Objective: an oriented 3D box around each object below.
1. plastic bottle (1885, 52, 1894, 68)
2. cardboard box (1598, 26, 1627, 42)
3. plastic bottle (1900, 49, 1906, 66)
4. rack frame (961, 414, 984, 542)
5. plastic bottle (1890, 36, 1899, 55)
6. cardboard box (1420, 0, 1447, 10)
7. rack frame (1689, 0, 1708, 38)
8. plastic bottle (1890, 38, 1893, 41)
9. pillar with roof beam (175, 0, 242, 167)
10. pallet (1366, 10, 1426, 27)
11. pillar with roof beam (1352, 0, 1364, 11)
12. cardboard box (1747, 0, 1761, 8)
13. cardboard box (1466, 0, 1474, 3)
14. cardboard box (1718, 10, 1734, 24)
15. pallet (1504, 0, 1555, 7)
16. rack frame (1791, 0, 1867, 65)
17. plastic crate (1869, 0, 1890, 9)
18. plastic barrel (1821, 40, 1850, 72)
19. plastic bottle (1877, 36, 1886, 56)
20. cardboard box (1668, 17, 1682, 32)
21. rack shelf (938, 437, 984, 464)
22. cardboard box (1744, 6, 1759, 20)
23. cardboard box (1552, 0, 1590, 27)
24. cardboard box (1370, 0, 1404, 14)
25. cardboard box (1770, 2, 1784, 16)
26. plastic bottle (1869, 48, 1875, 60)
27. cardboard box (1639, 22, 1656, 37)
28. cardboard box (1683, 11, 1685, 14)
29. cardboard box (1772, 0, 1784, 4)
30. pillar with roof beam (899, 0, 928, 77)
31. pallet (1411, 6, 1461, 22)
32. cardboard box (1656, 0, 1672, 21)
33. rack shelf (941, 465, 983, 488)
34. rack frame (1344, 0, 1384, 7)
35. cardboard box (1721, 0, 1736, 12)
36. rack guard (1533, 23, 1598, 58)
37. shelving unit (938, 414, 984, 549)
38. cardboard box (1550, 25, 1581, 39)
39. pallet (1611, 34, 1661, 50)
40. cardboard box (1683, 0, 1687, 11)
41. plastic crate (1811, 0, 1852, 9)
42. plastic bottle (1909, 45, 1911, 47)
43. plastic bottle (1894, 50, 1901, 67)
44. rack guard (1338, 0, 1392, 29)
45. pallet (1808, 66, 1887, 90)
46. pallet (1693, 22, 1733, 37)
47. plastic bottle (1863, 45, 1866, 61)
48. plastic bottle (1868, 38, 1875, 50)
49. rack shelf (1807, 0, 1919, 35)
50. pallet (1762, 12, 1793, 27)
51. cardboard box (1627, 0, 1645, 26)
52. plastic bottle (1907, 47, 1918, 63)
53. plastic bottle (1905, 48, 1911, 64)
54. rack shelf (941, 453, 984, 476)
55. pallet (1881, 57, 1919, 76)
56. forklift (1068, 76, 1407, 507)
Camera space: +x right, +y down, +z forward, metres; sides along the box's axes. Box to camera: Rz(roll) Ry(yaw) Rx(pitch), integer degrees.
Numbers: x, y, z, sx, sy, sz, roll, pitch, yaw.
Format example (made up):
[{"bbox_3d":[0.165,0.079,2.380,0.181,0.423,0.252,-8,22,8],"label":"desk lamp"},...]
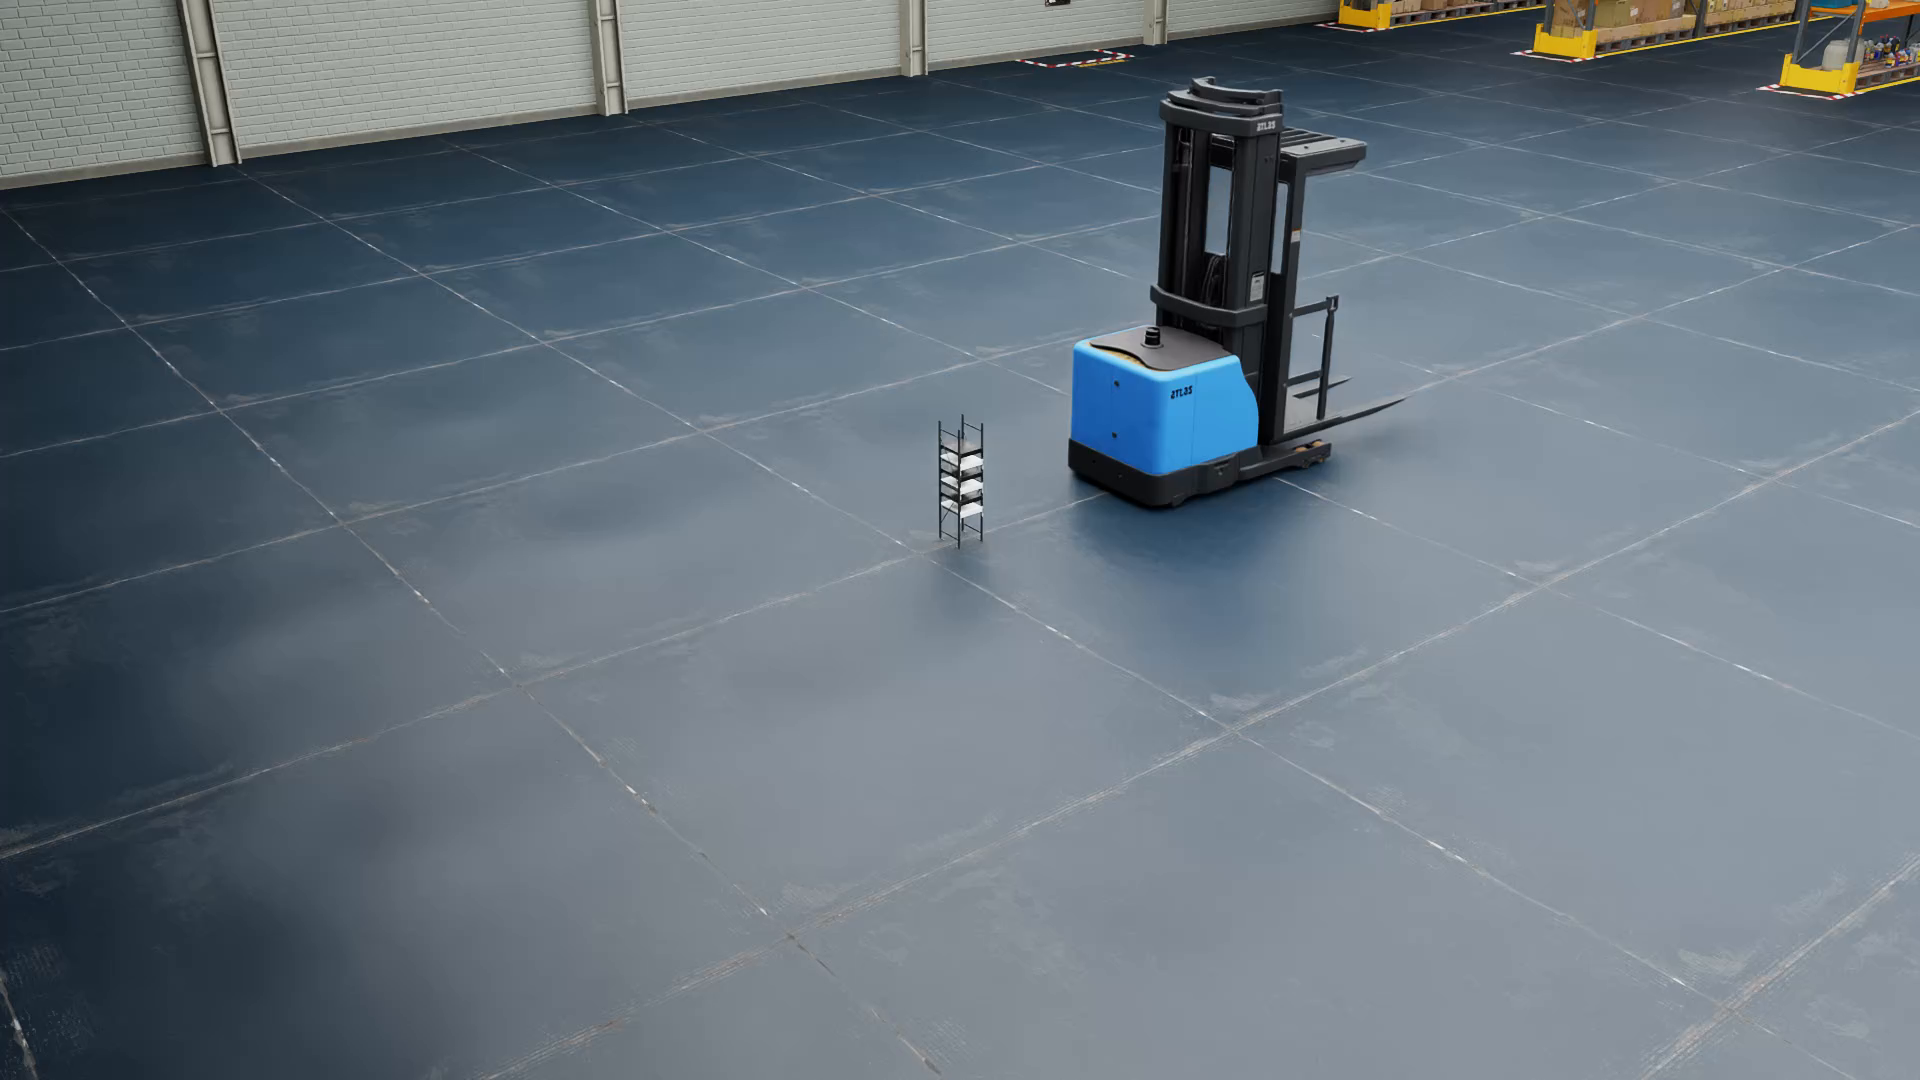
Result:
[{"bbox_3d":[16.332,-8.436,29.208,0.097,0.271,0.097,0,25,0],"label":"plastic bottle"},{"bbox_3d":[12.609,-9.888,32.386,0.500,0.250,0.500,-18,31,-34],"label":"cardboard box"},{"bbox_3d":[16.680,-8.551,29.456,0.097,0.271,0.097,0,25,0],"label":"plastic bottle"},{"bbox_3d":[0.086,-0.437,11.749,0.006,0.900,0.240,-18,31,-34],"label":"rack frame"},{"bbox_3d":[17.058,-9.023,30.380,0.185,0.351,0.144,-18,31,-34],"label":"plastic bottle"},{"bbox_3d":[10.256,-11.925,36.457,0.500,0.500,0.700,-21,32,-37],"label":"cardboard box"},{"bbox_3d":[14.807,-11.787,33.711,0.127,3.000,1.000,-18,31,-34],"label":"rack frame"},{"bbox_3d":[17.101,-9.078,30.588,0.135,0.276,0.152,-17,30,-32],"label":"plastic bottle"},{"bbox_3d":[-7.613,-7.917,18.246,0.400,9.000,9.100,-18,31,-34],"label":"pillar with roof beam"},{"bbox_3d":[9.320,-11.342,36.065,1.213,0.211,1.003,-18,31,-34],"label":"pallet"},{"bbox_3d":[11.273,-14.151,31.679,0.400,9.000,9.100,-18,31,-34],"label":"pillar with roof beam"},{"bbox_3d":[16.495,-11.409,34.998,0.500,0.311,0.500,-17,30,-33],"label":"cardboard box"},{"bbox_3d":[11.345,-12.192,37.428,0.380,0.166,0.250,22,33,39],"label":"cardboard box"},{"bbox_3d":[15.680,-10.885,34.535,0.500,0.250,0.500,-17,30,-33],"label":"cardboard box"},{"bbox_3d":[13.319,-12.683,38.955,1.213,0.211,1.003,-18,31,-34],"label":"pallet"},{"bbox_3d":[14.713,-9.106,27.934,0.127,3.000,1.000,-18,31,-34],"label":"rack frame"},{"bbox_3d":[15.615,-9.112,28.261,0.250,0.136,0.298,-18,31,-34],"label":"plastic crate"},{"bbox_3d":[15.183,-8.364,28.793,0.421,0.512,0.421,0,25,0],"label":"plastic barrel"},{"bbox_3d":[16.820,-9.022,30.377,0.185,0.351,0.144,-20,31,-36],"label":"plastic bottle"},{"bbox_3d":[14.177,-10.411,33.513,0.500,0.250,0.500,-18,31,-34],"label":"cardboard box"},{"bbox_3d":[0.006,-0.625,11.593,0.200,0.077,0.258,-18,31,-34],"label":"rack shelf"},{"bbox_3d":[16.487,-11.152,35.111,0.500,0.250,0.500,-18,30,-33],"label":"cardboard box"},{"bbox_3d":[11.897,-10.269,32.317,0.500,0.500,0.500,-18,31,-34],"label":"cardboard box"},{"bbox_3d":[9.199,-11.518,35.802,0.500,0.311,0.500,-23,33,-40],"label":"cardboard box"},{"bbox_3d":[17.287,-11.417,35.681,0.500,0.250,0.500,-19,31,-35],"label":"cardboard box"},{"bbox_3d":[16.449,-8.766,30.005,0.097,0.201,0.097,0,25,0],"label":"plastic bottle"},{"bbox_3d":[13.400,-10.146,32.942,0.500,0.250,0.500,-18,31,-34],"label":"cardboard box"},{"bbox_3d":[14.954,-10.934,34.640,0.500,0.250,0.500,-19,31,-35],"label":"cardboard box"},{"bbox_3d":[17.289,-11.669,35.558,0.500,0.311,0.500,-19,31,-35],"label":"cardboard box"},{"bbox_3d":[1.830,-11.034,24.963,0.400,9.000,9.100,-18,31,-34],"label":"pillar with roof beam"},{"bbox_3d":[10.280,-11.657,36.744,1.213,0.211,1.003,-18,31,-34],"label":"pallet"},{"bbox_3d":[13.785,-10.620,33.074,0.500,0.500,0.500,-18,31,-34],"label":"cardboard box"},{"bbox_3d":[0.006,-0.462,11.668,0.200,0.077,0.258,-18,31,-34],"label":"rack shelf"},{"bbox_3d":[8.599,-12.388,35.006,0.127,3.000,1.000,-18,31,-34],"label":"rack frame"},{"bbox_3d":[15.683,-11.138,34.413,0.500,0.311,0.500,-19,31,-35],"label":"cardboard box"},{"bbox_3d":[11.640,-9.608,31.985,0.348,0.500,1.175,-18,31,-34],"label":"rack guard"},{"bbox_3d":[0.006,-0.410,11.692,0.210,0.900,0.258,-18,31,-34],"label":"shelving unit"},{"bbox_3d":[11.899,-9.928,32.474,0.500,0.250,0.500,-18,31,-34],"label":"cardboard box"},{"bbox_3d":[13.194,-10.011,33.196,1.213,0.211,1.003,-18,31,-34],"label":"pallet"},{"bbox_3d":[14.948,-11.185,34.515,0.500,0.311,0.500,-18,31,-34],"label":"cardboard box"},{"bbox_3d":[14.922,-9.267,28.459,0.616,0.251,0.499,-18,31,-34],"label":"plastic crate"},{"bbox_3d":[17.043,-8.743,29.857,0.133,0.283,0.061,-18,31,-34],"label":"plastic bottle"},{"bbox_3d":[16.521,-8.494,29.320,0.133,0.283,0.061,-18,30,-33],"label":"plastic bottle"},{"bbox_3d":[8.659,-11.274,35.575,0.348,0.500,1.175,-18,31,-34],"label":"rack guard"},{"bbox_3d":[15.386,-8.086,29.048,1.213,0.211,1.003,-18,31,-34],"label":"pallet"},{"bbox_3d":[15.362,-10.726,34.738,1.213,0.211,1.003,-18,31,-34],"label":"pallet"},{"bbox_3d":[16.169,-8.717,29.800,0.133,0.283,0.061,-18,31,-34],"label":"plastic bottle"},{"bbox_3d":[16.486,-8.911,30.139,0.185,0.351,0.144,-19,31,-34],"label":"plastic bottle"},{"bbox_3d":[16.286,-9.299,29.205,4.000,0.370,1.077,-18,31,-34],"label":"rack shelf"},{"bbox_3d":[17.282,-11.360,36.104,1.213,0.211,1.003,-18,31,-34],"label":"pallet"},{"bbox_3d":[12.996,-10.361,32.516,0.500,0.500,0.500,-18,31,-34],"label":"cardboard box"},{"bbox_3d":[16.996,-8.672,29.711,0.135,0.276,0.152,-18,30,-33],"label":"plastic bottle"},{"bbox_3d":[16.839,-8.603,29.570,0.097,0.271,0.097,0,25,0],"label":"plastic bottle"},{"bbox_3d":[0.006,-0.543,11.631,0.200,0.077,0.258,-18,31,-34],"label":"rack shelf"},{"bbox_3d":[17.306,-8.719,30.414,1.213,0.211,1.003,-18,31,-34],"label":"pallet"},{"bbox_3d":[2.328,-2.056,12.825,3.031,2.935,1.130,-17,30,-33],"label":"forklift"}]
